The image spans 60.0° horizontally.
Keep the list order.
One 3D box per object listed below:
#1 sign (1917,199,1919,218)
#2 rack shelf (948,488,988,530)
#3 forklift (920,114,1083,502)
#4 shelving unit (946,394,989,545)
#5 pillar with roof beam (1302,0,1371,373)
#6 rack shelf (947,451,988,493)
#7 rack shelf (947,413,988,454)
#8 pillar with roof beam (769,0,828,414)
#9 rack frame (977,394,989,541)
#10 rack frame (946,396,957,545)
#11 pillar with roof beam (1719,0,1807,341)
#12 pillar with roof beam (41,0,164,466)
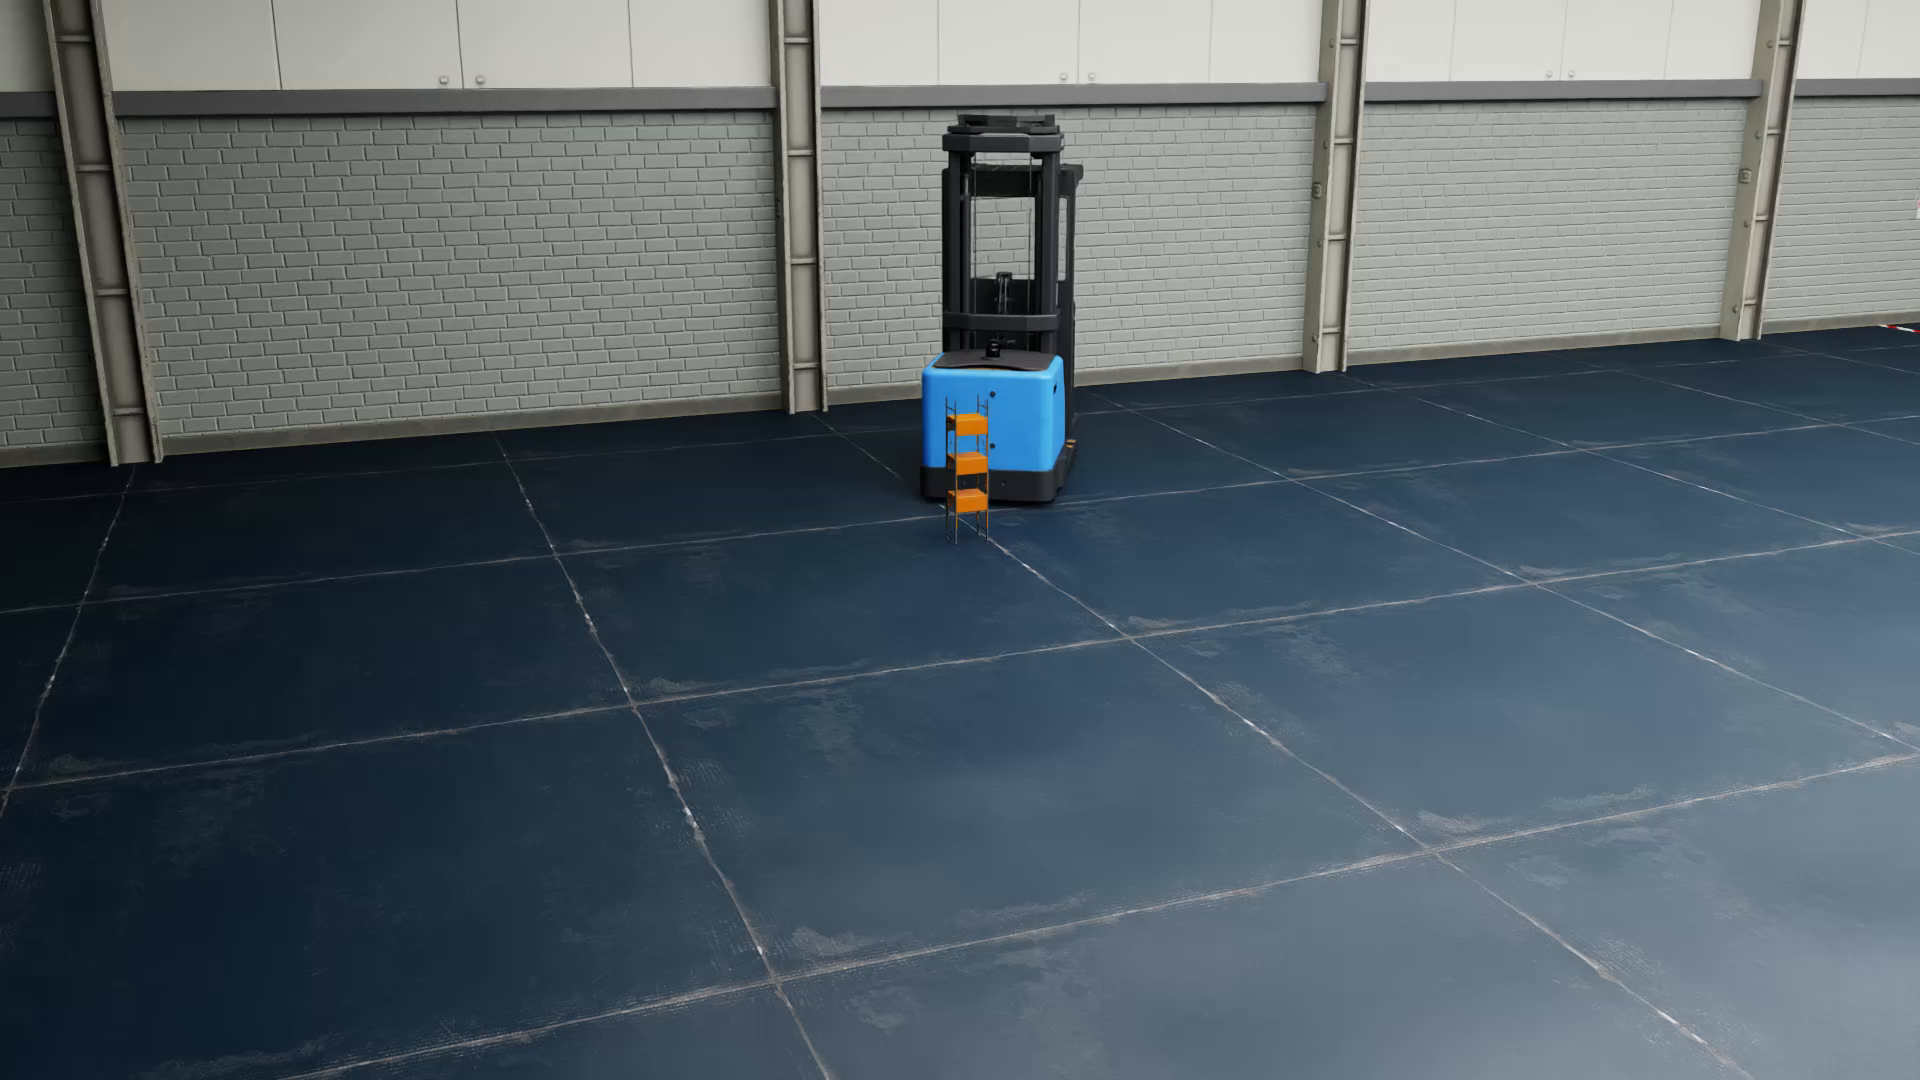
[{"bbox_3d":[12.391,-4.298,21.347,0.234,0.329,0.001,-6,17,-20],"label":"sign"},{"bbox_3d":[0.050,-0.232,12.050,0.240,0.259,0.215,-6,17,-20],"label":"rack shelf"},{"bbox_3d":[0.435,-2.073,13.955,1.130,2.935,3.031,3,17,9],"label":"forklift"},{"bbox_3d":[0.050,-0.509,11.969,0.252,1.050,0.215,-6,17,-20],"label":"shelving unit"},{"bbox_3d":[5.600,-5.084,13.441,0.400,9.000,9.100,-6,17,-20],"label":"pillar with roof beam"},{"bbox_3d":[0.050,-0.499,11.972,0.240,0.259,0.215,-6,17,-20],"label":"rack shelf"},{"bbox_3d":[0.050,-0.771,11.892,0.240,0.259,0.215,-6,17,-20],"label":"rack shelf"},{"bbox_3d":[-0.003,-4.480,11.381,0.400,9.000,9.100,-6,17,-20],"label":"pillar with roof beam"},{"bbox_3d":[0.164,-0.521,12.011,0.008,1.050,0.200,-6,17,-20],"label":"rack frame"},{"bbox_3d":[-0.064,-0.497,11.927,0.008,1.050,0.200,-6,17,-20],"label":"rack frame"},{"bbox_3d":[11.203,-5.689,15.501,0.400,9.000,9.100,-6,17,-20],"label":"pillar with roof beam"},{"bbox_3d":[-5.605,-3.875,9.322,0.400,9.000,9.100,-6,17,-20],"label":"pillar with roof beam"}]
